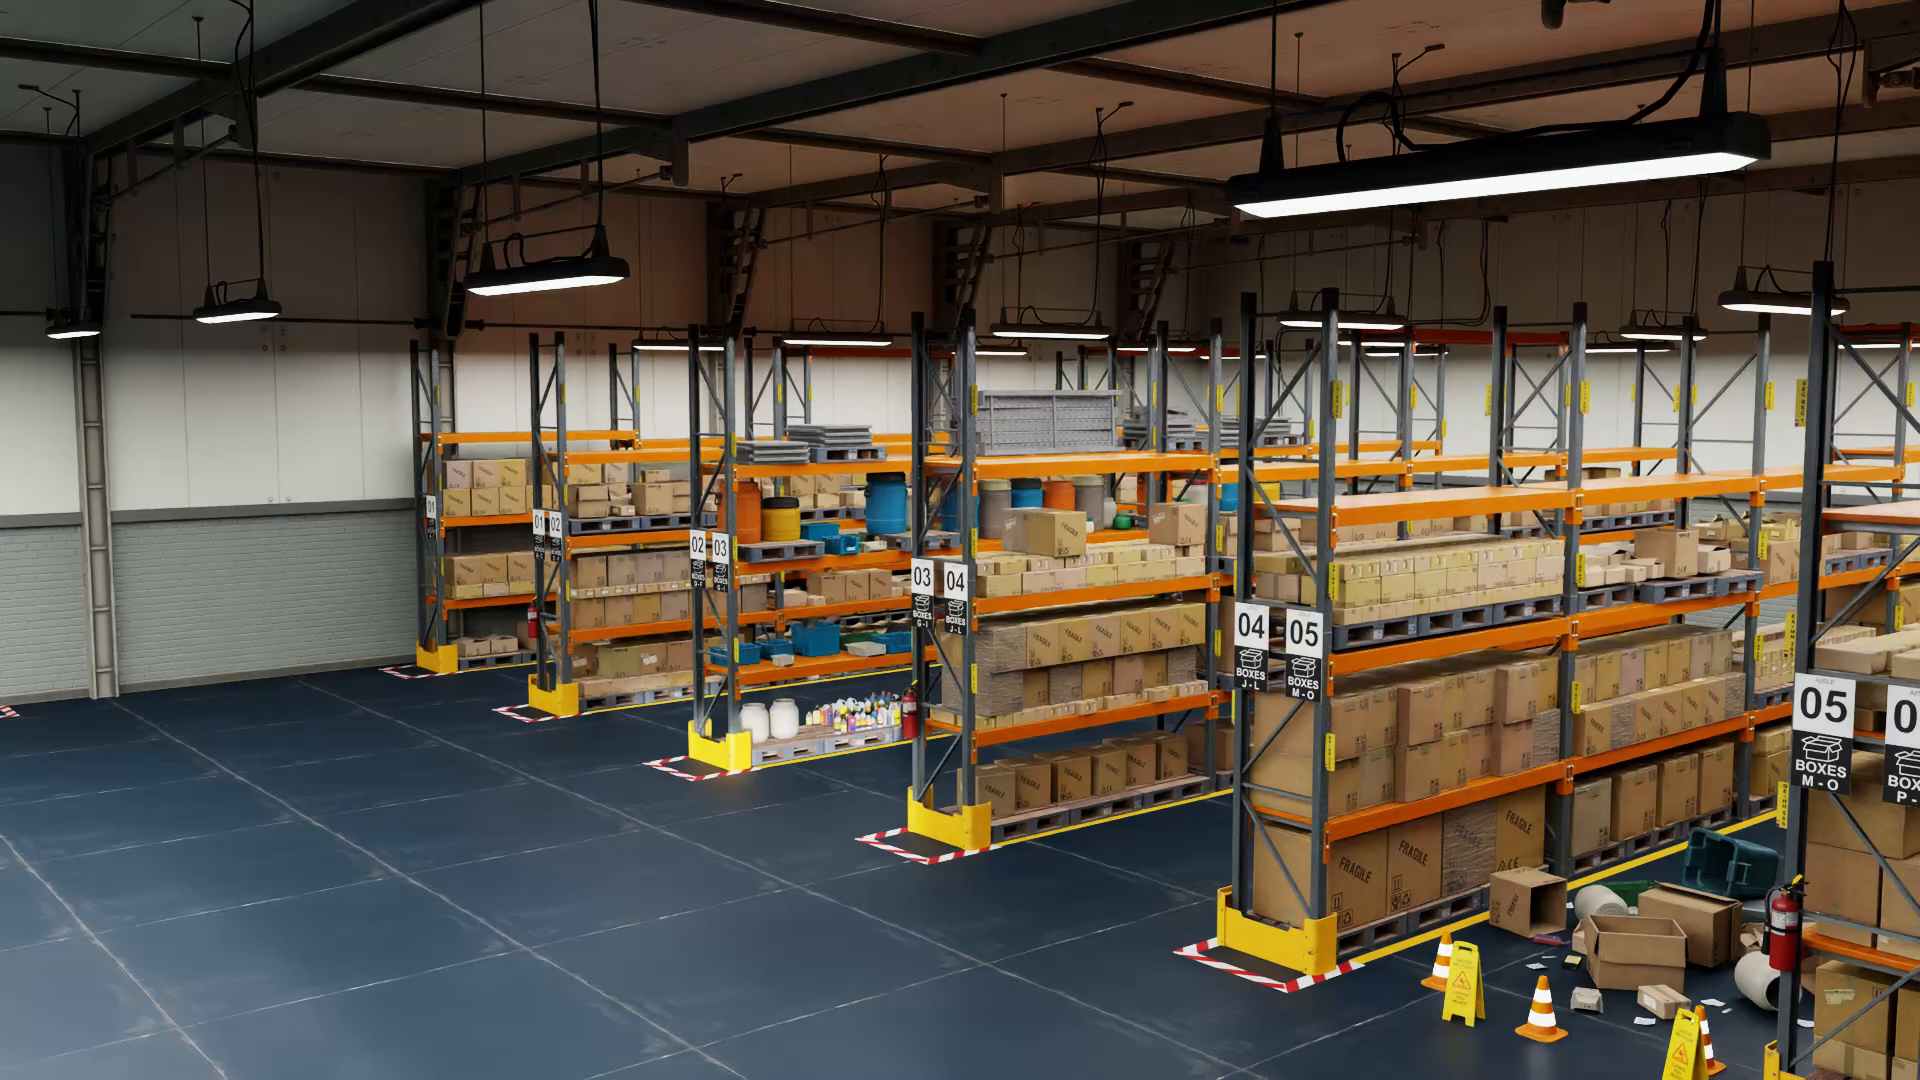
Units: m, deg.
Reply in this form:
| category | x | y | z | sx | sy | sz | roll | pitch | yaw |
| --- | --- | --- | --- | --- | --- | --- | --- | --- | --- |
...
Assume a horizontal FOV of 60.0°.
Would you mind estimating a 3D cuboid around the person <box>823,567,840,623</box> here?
| category | x | y | z | sx | sy | sz | roll | pitch | yaw |
| --- | --- | --- | --- | --- | --- | --- | --- | --- | --- |
| person | -2.702 | 1.216 | 33.684 | 0.480 | 1.665 | 0.490 | -1 | 5 | -15 |
